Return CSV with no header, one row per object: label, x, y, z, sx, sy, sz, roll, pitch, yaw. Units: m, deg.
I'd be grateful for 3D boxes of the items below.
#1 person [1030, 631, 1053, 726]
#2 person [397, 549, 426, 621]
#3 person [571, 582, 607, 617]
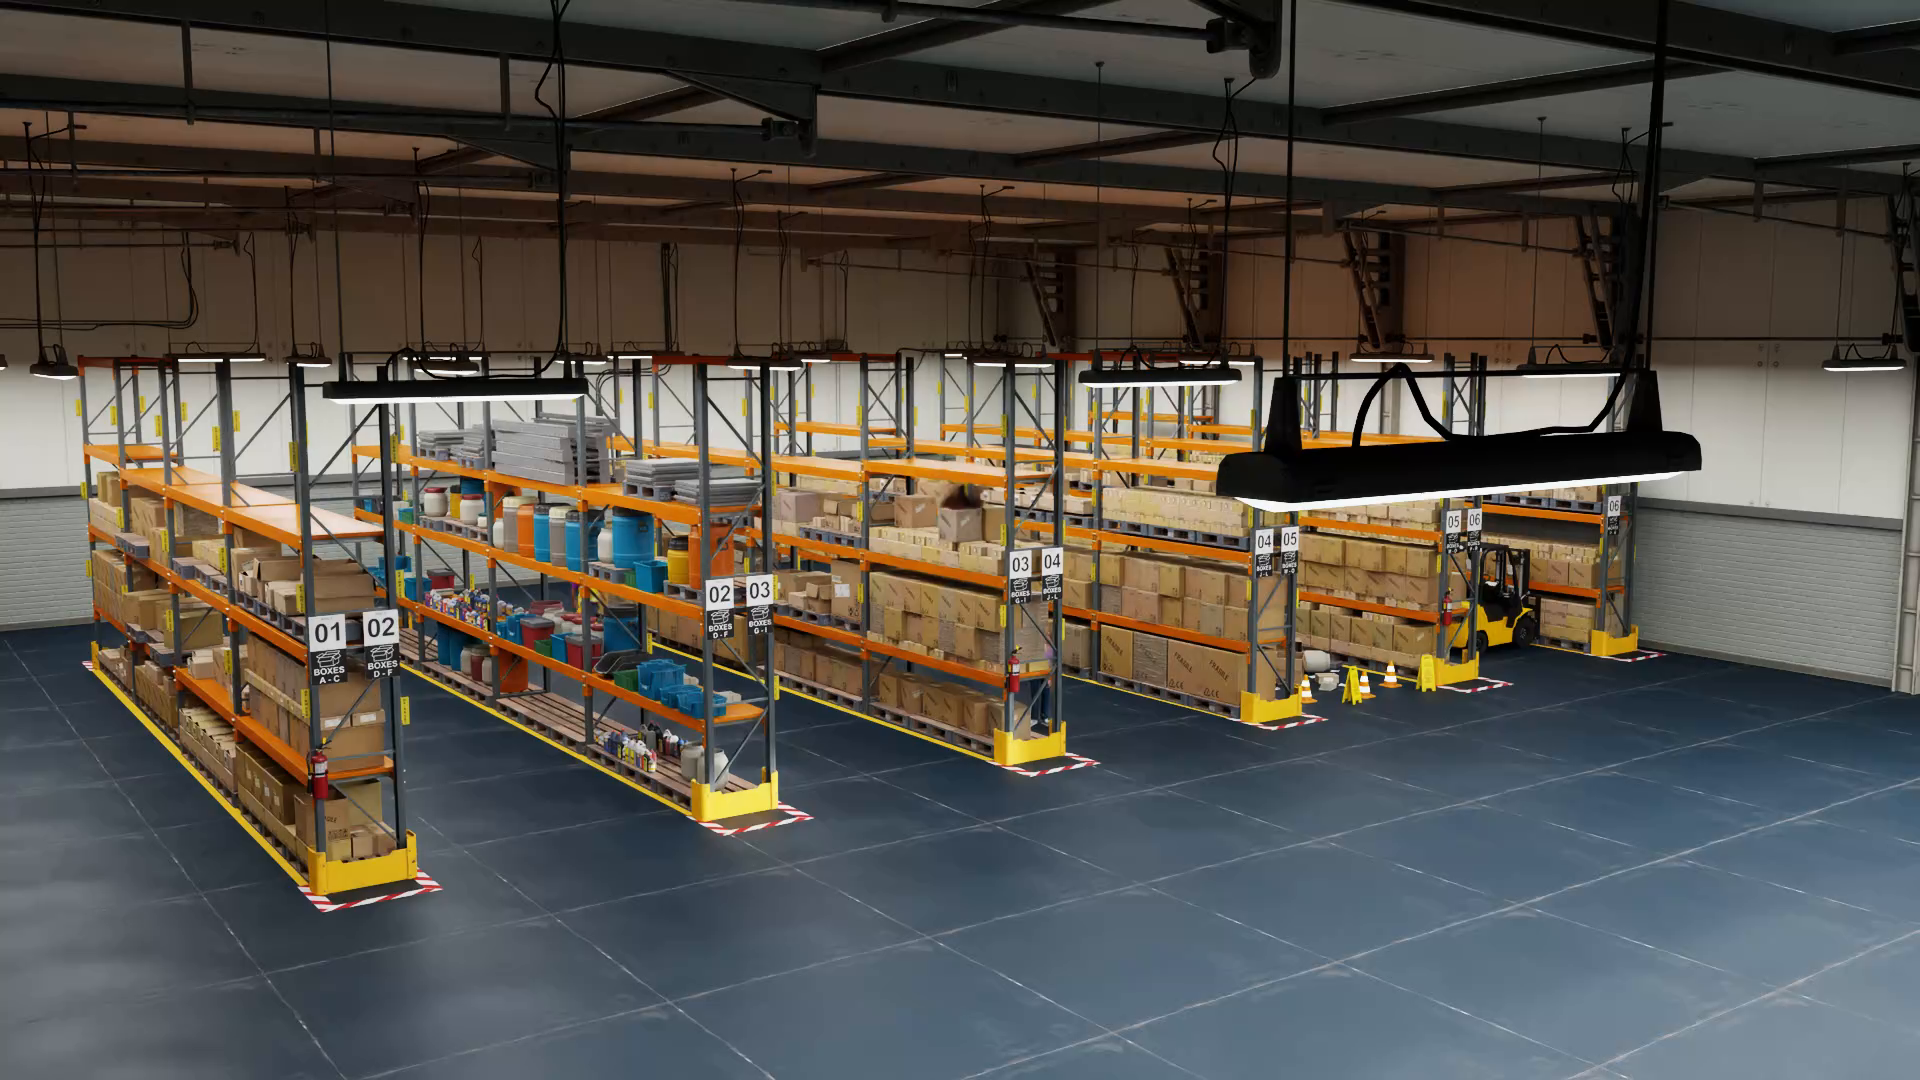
person,1.303,2.273,27.184,0.573,1.557,0.466,0,7,3
person,-12.372,1.007,37.134,1.011,1.613,0.477,5,9,36
person,-7.689,1.333,34.494,0.657,1.731,0.953,-4,8,-32
